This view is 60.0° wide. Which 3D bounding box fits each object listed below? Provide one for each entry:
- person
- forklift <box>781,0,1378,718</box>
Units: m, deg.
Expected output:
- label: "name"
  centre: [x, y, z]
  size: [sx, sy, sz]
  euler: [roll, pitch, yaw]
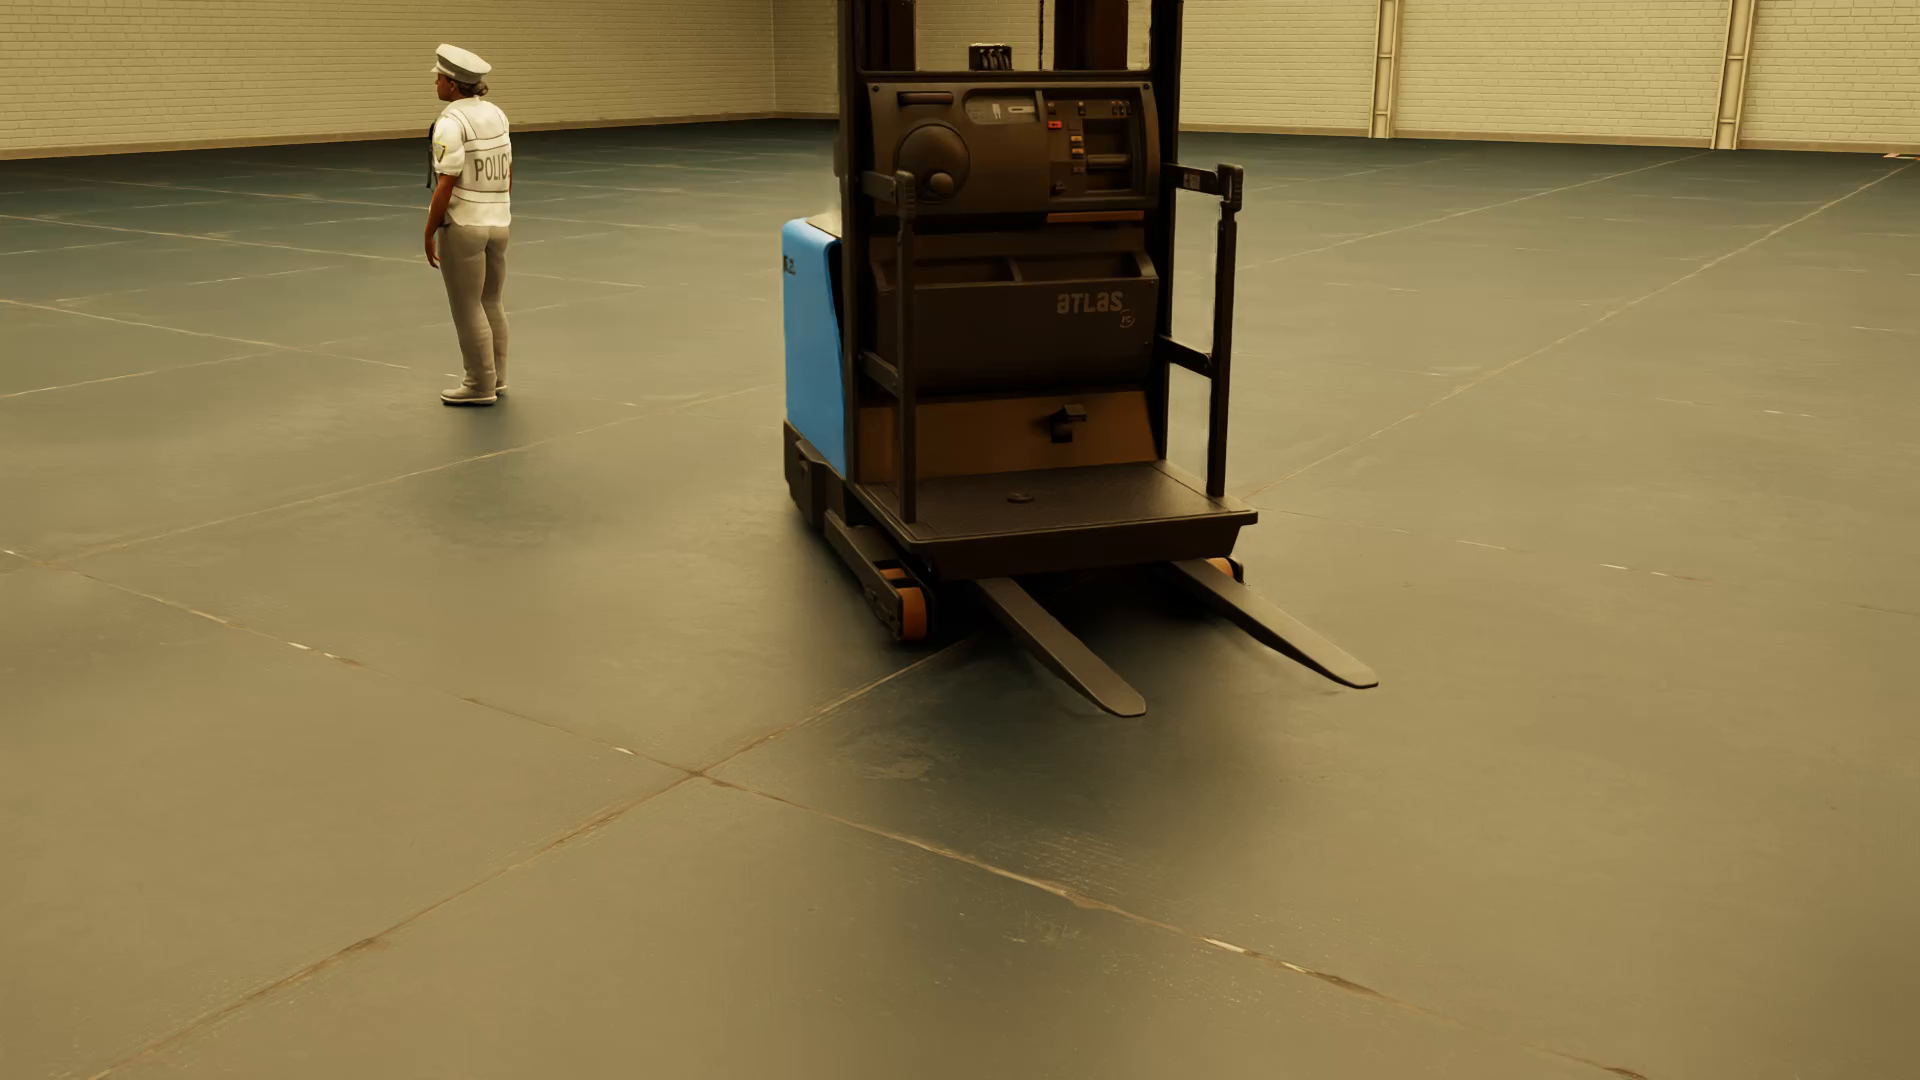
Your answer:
- label: "person"
  centre: [-2.393, -1.500, 7.982]
  size: [0.529, 1.694, 0.569]
  euler: [7, 18, 22]
- label: "forklift"
  centre: [0.240, -1.229, 4.941]
  size: [1.130, 2.935, 3.031]
  euler: [-5, 17, -17]
